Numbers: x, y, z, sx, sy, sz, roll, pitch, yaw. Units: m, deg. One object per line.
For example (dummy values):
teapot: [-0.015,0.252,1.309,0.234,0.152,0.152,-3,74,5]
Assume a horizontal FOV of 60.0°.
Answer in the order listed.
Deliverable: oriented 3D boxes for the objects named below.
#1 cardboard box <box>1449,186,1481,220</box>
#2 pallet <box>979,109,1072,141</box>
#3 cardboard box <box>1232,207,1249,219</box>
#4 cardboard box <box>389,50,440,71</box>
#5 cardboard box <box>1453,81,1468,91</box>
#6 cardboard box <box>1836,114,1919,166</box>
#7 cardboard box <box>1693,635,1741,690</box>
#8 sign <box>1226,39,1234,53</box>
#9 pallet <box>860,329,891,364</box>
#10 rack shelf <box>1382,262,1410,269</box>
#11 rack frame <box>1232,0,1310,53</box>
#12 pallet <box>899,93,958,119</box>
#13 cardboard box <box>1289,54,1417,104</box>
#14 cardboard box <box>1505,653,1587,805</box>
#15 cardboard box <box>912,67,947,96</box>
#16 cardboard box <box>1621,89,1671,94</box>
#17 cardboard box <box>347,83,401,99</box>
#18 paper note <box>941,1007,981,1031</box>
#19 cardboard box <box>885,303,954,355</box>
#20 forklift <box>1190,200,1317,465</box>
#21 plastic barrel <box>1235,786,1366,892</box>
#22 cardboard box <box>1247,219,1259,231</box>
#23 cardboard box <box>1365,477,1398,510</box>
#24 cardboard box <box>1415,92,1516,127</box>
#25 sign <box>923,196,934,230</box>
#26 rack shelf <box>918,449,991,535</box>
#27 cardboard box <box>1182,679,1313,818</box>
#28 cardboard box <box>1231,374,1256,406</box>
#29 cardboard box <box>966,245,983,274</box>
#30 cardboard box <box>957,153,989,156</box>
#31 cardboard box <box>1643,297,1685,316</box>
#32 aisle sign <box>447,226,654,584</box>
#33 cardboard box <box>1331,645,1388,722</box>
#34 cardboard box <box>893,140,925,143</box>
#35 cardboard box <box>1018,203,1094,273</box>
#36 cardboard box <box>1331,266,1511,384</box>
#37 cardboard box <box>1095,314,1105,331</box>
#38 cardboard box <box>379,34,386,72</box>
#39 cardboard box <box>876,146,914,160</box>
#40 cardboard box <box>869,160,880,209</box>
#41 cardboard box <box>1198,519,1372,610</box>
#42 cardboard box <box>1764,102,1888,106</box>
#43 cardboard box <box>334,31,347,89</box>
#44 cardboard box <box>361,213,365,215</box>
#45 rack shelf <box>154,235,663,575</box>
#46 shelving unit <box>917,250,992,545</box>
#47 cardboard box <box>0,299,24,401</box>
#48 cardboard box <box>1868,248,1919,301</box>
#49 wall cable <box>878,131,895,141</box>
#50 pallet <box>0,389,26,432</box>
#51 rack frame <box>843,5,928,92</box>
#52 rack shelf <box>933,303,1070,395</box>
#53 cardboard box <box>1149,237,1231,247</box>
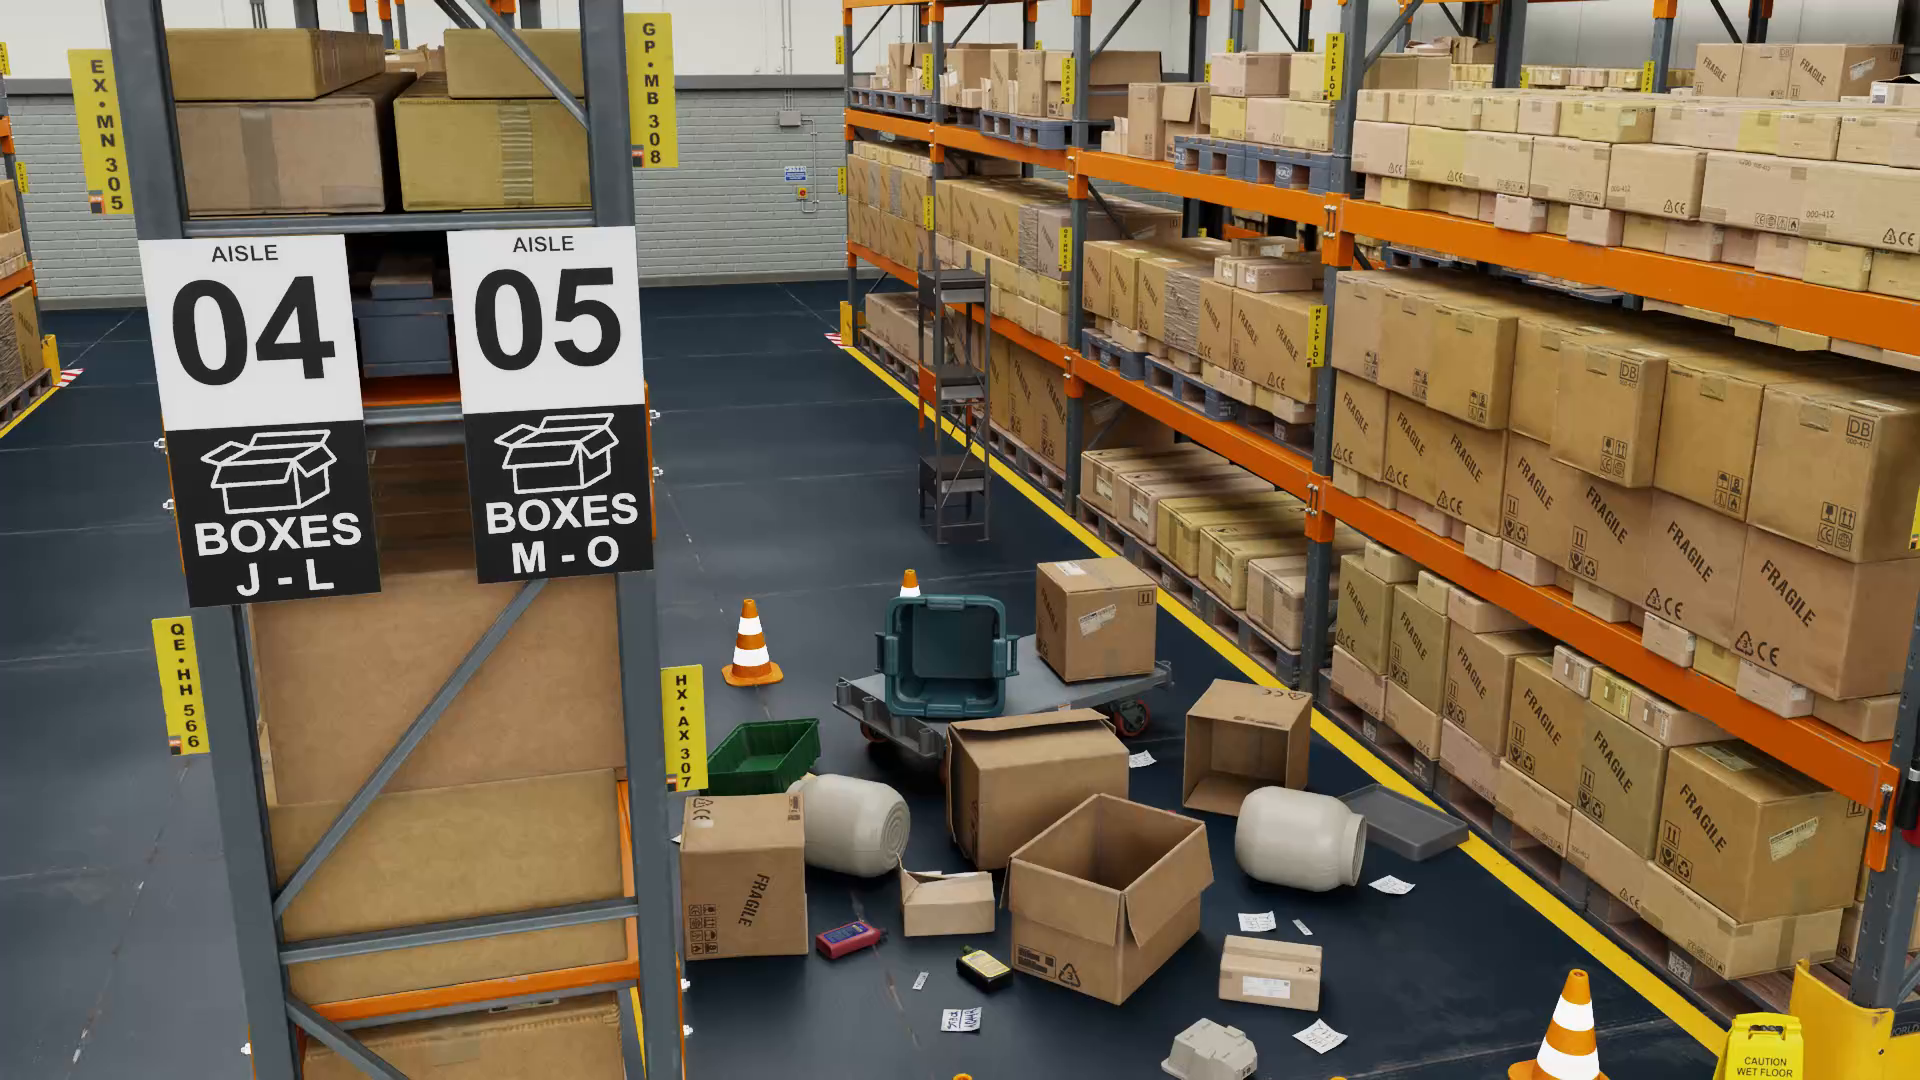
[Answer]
cardboard box: [2.498,-1.571,7.690,0.380,0.149,0.250,-4,17,-14]
pallet: [0.787,-3.505,14.020,1.003,0.211,1.213,-4,17,-13]
cardboard box: [3.764,-4.206,20.984,0.500,0.250,0.500,-5,17,-15]
cardboard box: [-4.207,-3.612,13.140,0.797,0.503,0.637,-5,17,-16]
cardboard box: [4.980,-4.344,16.020,0.380,0.149,0.250,-5,17,-16]
cardboard box: [3.113,-1.306,5.421,0.380,0.149,0.250,-4,17,-14]
cardboard box: [2.989,0.437,6.220,0.380,0.149,0.250,-5,17,-16]
sign: [3.377,-6.094,20.793,0.100,0.325,0.005,-5,17,-15]
pallet: [-0.578,-2.338,19.869,1.003,0.211,1.213,-5,17,-15]
rack shelf: [5.547,-2.278,16.072,1.077,0.370,4.000,-5,17,-15]
rack frame: [3.898,-7.155,20.630,1.000,3.000,0.127,-5,17,-15]
pallet: [0.011,-4.403,16.838,1.003,0.211,1.213,-5,17,-15]
cardboard box: [2.143,-2.525,9.091,0.500,0.250,0.500,-4,17,-14]
cardboard box: [2.774,0.808,7.293,0.500,0.500,0.500,-5,17,-17]
cardboard box: [-0.257,-4.555,16.517,0.396,0.266,0.258,-4,17,-13]
cardboard box: [5.768,-3.704,13.923,0.380,0.149,0.250,-4,17,-14]
cardboard box: [-1.885,-1.190,4.827,0.500,0.250,0.500,-5,17,-16]
paper note: [0.005,1.823,6.334,0.144,0.017,0.142,1,17,4]
cardboard box: [-0.336,-2.436,19.070,0.875,0.438,0.875,-4,17,-14]
forklift: [2.626,-2.060,14.216,1.130,2.935,3.031,-5,17,-15]
plastic barrel: [1.501,1.319,7.324,0.512,0.421,0.421,7,18,23]
cardboard box: [3.839,-3.982,20.933,0.380,0.149,0.250,-4,17,-14]
cardboard box: [2.322,-0.271,8.576,0.380,0.149,0.250,-4,17,-14]
cardboard box: [2.361,-2.011,7.770,0.380,0.149,0.250,-5,18,-17]
sign: [-0.307,-3.190,16.217,0.100,0.325,0.005,-5,17,-15]
rack shelf: [-0.045,-0.368,12.508,0.431,0.518,0.480,-5,17,-15]
cardboard box: [1.411,1.031,8.148,0.500,0.500,0.500,7,18,23]
cardboard box: [1.857,-0.913,9.986,0.380,0.149,0.250,-5,17,-16]
cardboard box: [0.359,-2.522,15.026,0.500,0.250,0.500,-4,17,-15]
cardboard box: [0.183,-3.938,17.309,0.380,0.149,0.250,-5,17,-16]
cardboard box: [5.984,-1.855,13.675,0.500,0.250,0.500,-5,17,-15]
aisle sign: [-0.900,-0.293,3.694,0.394,0.787,0.004,-5,17,-15]
cardboard box: [2.327,0.731,8.854,0.500,0.250,0.500,-6,18,-18]
cardboard box: [-0.582,-4.643,19.654,0.380,0.149,0.250,-4,17,-15]
cardboard box: [0.783,-2.466,13.536,0.500,0.500,0.500,-4,17,-14]
cardboard box: [2.337,-1.100,8.470,0.700,0.500,0.500,-5,17,-16]
cardboard box: [1.236,-1.652,12.444,0.380,0.149,0.250,-6,18,-18]
cardboard box: [-2.534,-1.970,6.728,0.380,0.149,0.250,-5,17,-15]
cardboard box: [-0.727,-4.318,18.575,0.380,0.149,0.250,-5,17,-15]
cardboard box: [-0.717,-3.976,18.562,0.500,0.500,0.500,-5,17,-16]
cardboard box: [2.077,0.145,10.594,0.950,0.372,0.625,-4,17,-12]
cardboard box: [3.378,-1.633,6.511,0.380,0.149,0.250,-4,17,-14]
cardboard box: [-1.837,-1.269,4.394,0.380,0.149,0.250,-4,17,-14]
cardboard box: [-1.905,-0.956,4.738,0.380,0.149,0.250,-5,17,-16]
rack shelf: [-1.757,-0.689,5.568,1.077,0.370,4.000,-5,17,-15]
shelving unit: [-0.045,-1.051,12.302,0.431,2.100,0.503,-5,17,-15]
cardboard box: [-9.899,-1.866,16.414,0.875,0.875,0.875,-5,17,-15]
cardboard box: [3.157,-0.856,5.310,0.380,0.149,0.250,-5,17,-15]
wall cable: [-1.085,-6.048,25.608,0.588,1.984,0.122,-5,17,-15]
pallet: [-9.775,-1.218,16.139,1.003,0.211,1.213,-5,17,-15]
rack frame: [-0.873,-6.762,19.321,1.000,3.000,0.127,-5,17,-15]
rack shelf: [0.776,-1.884,14.762,1.077,0.370,4.000,-5,17,-15]
cardboard box: [1.718,-1.963,12.354,0.500,0.500,0.500,-5,17,-17]
